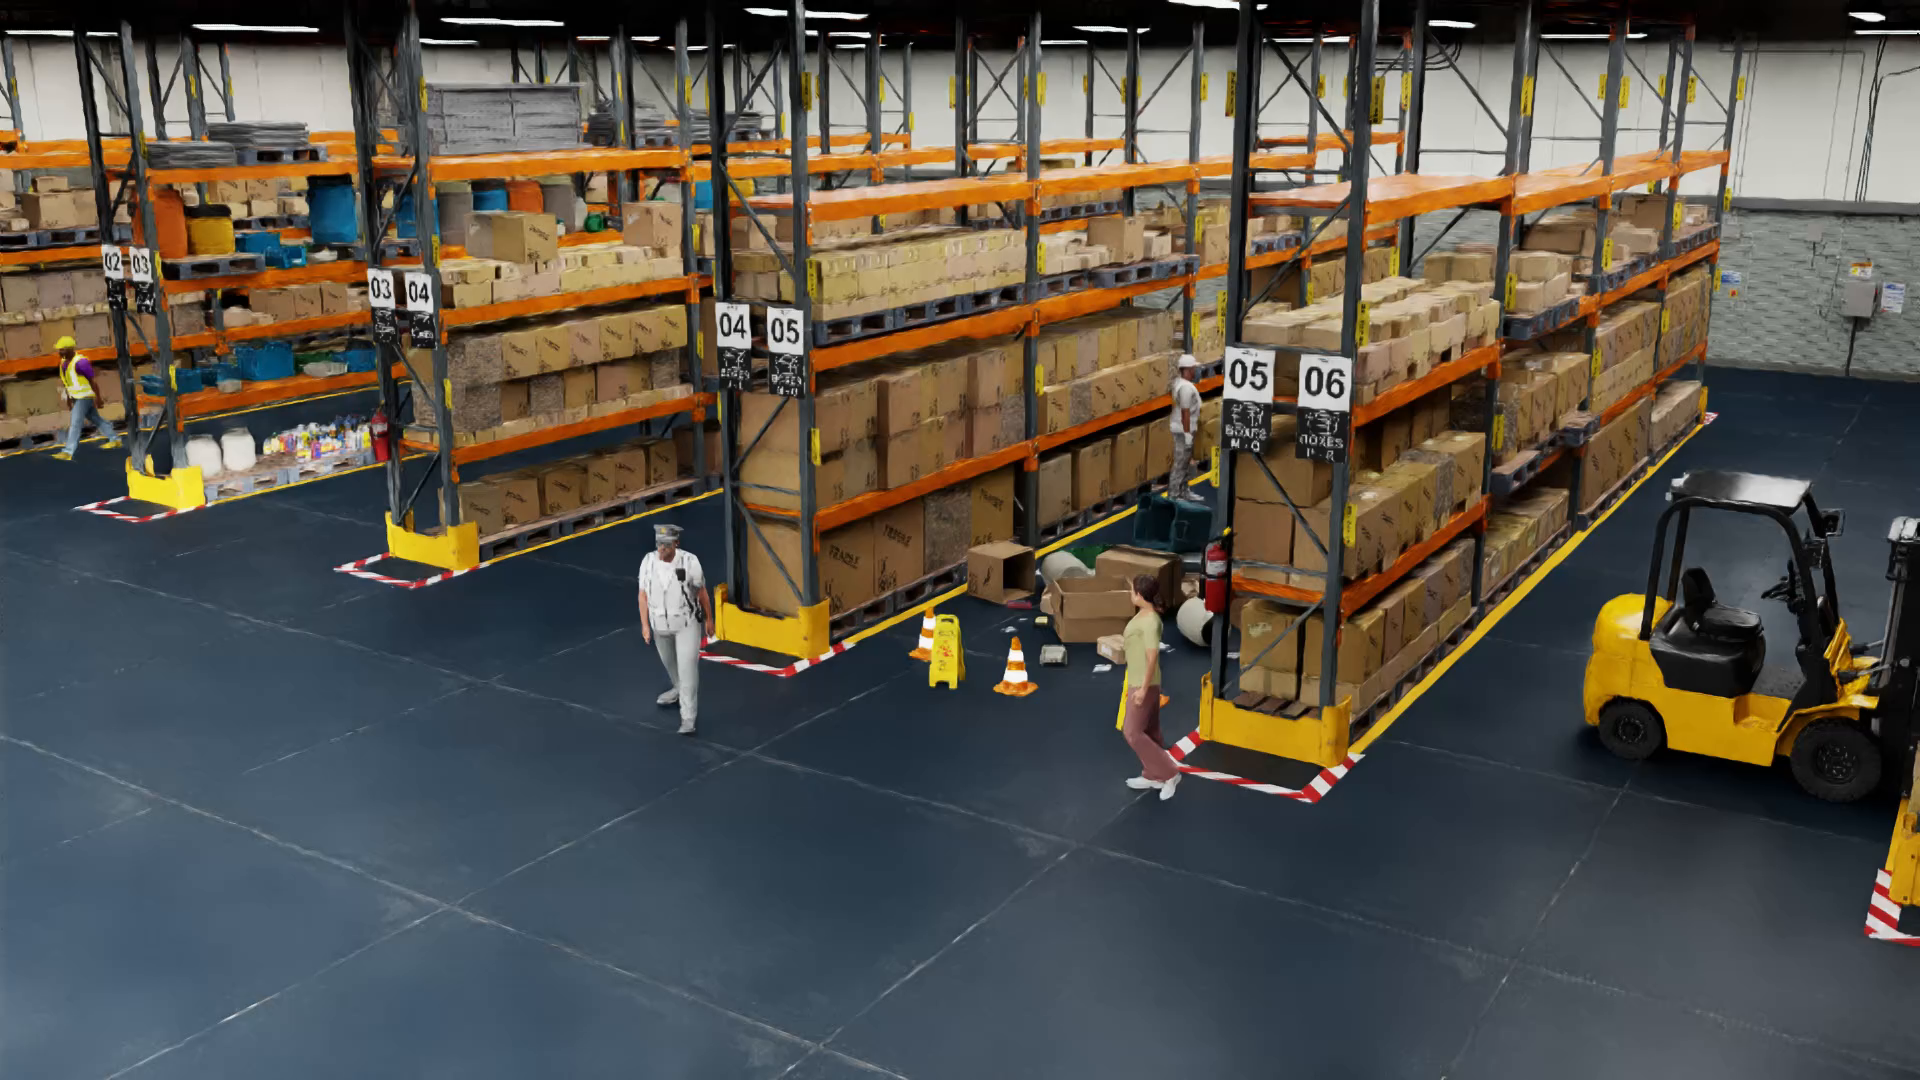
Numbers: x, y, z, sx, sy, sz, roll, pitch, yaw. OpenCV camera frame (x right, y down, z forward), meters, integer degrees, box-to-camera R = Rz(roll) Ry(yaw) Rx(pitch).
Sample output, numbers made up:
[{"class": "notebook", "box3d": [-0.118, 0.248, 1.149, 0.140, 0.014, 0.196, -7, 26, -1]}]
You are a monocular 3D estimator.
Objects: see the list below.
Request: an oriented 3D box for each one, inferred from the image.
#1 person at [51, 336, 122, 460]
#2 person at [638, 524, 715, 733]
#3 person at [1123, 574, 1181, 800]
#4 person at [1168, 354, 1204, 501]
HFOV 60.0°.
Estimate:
[{"class": "person", "box3d": [-12.367, -2.022, 23.299, 0.577, 1.691, 1.121, 11, 19, 34]}, {"class": "person", "box3d": [-2.346, 0.666, 13.656, 0.586, 1.712, 0.974, 3, 16, 9]}, {"class": "person", "box3d": [1.417, 1.075, 12.207, 0.444, 1.667, 0.619, 0, 16, 2]}, {"class": "person", "box3d": [2.660, -1.279, 19.396, 0.457, 1.786, 0.620, 1, 16, 3]}]
